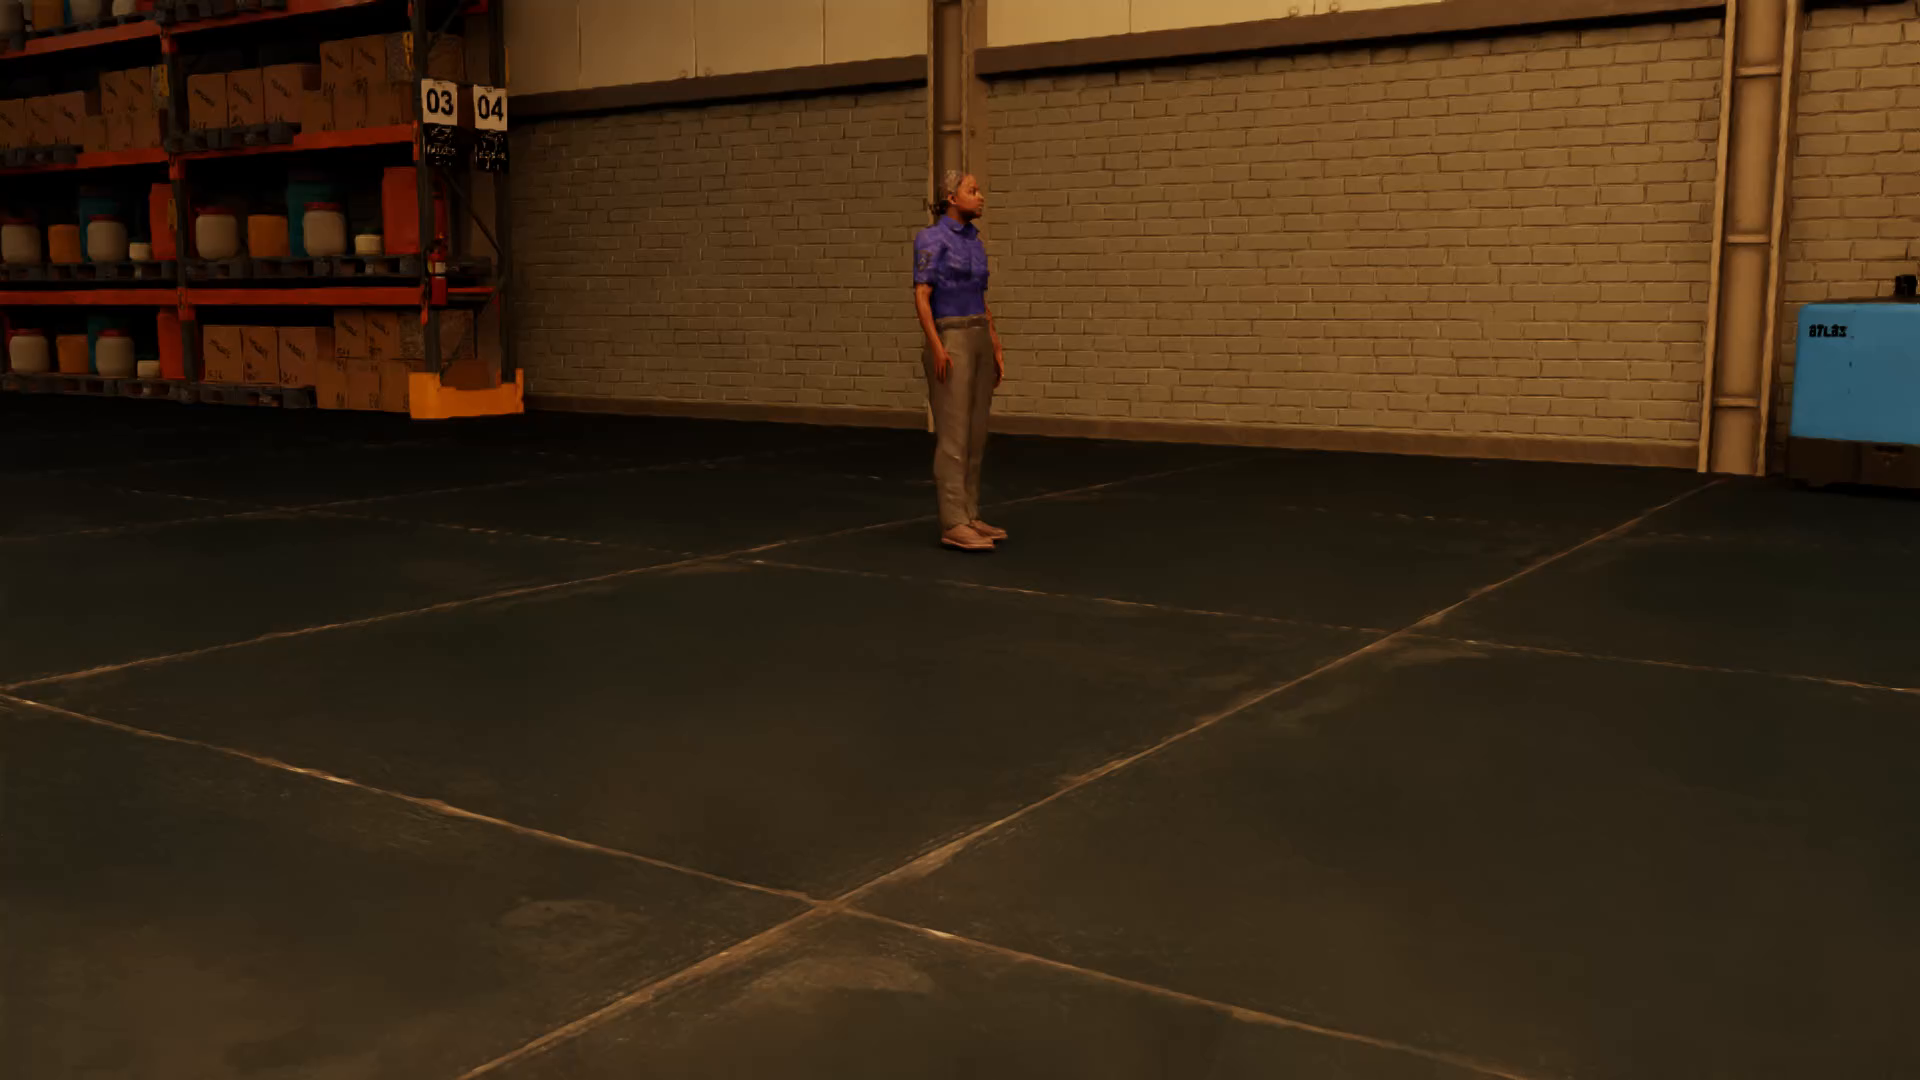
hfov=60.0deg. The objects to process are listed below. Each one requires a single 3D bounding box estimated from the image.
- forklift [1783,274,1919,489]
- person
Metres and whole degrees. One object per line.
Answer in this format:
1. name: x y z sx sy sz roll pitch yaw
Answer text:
1. forklift: 6.068 -1.619 8.580 1.130 2.935 3.031 -6 10 -36
2. person: 0.062 -0.817 7.421 0.503 1.654 0.570 5 10 34
